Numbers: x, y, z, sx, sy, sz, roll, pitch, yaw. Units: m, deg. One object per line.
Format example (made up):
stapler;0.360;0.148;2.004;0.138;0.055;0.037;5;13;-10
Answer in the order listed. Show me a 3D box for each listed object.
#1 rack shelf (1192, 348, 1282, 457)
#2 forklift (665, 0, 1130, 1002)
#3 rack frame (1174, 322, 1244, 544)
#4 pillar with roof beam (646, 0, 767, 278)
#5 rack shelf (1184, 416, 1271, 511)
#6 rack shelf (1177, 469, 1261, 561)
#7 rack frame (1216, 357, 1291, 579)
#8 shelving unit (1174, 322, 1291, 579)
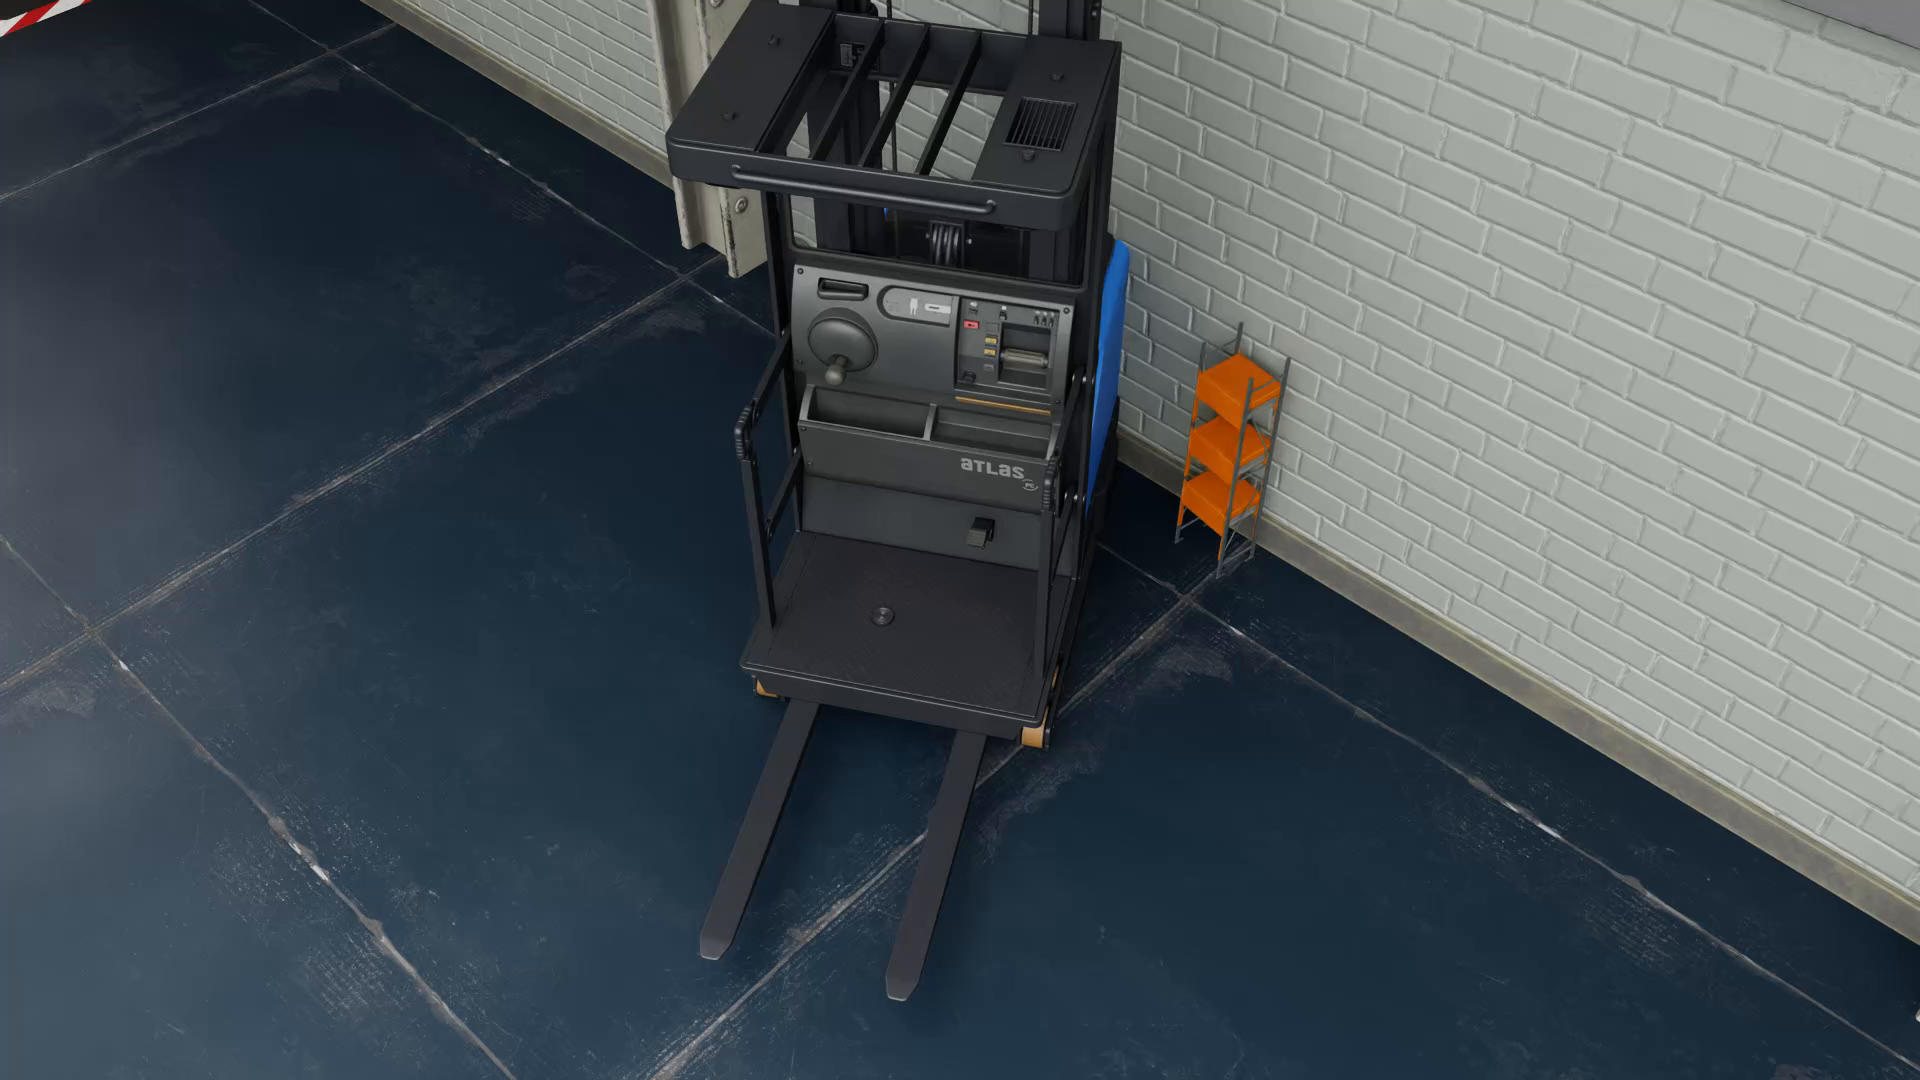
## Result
rack shelf;1.024;-0.507;6.131;0.215;0.259;0.240;-29;53;-24
forklift;-0.143;-0.562;5.267;1.130;2.935;3.031;10;48;9
rack frame;0.951;-0.391;6.397;0.200;1.050;0.008;-29;53;-24
pillar with roof beam;-4.028;-2.197;2.640;0.400;9.000;9.100;34;55;28
rack shelf;1.024;-0.312;6.338;0.215;0.259;0.240;-29;53;-24
rack shelf;1.024;-0.122;6.540;0.215;0.259;0.240;-29;53;-24
rack frame;1.098;-0.249;6.263;0.200;1.050;0.008;-29;53;-24
shelving unit;1.024;-0.320;6.330;0.215;1.050;0.252;-29;53;-24
